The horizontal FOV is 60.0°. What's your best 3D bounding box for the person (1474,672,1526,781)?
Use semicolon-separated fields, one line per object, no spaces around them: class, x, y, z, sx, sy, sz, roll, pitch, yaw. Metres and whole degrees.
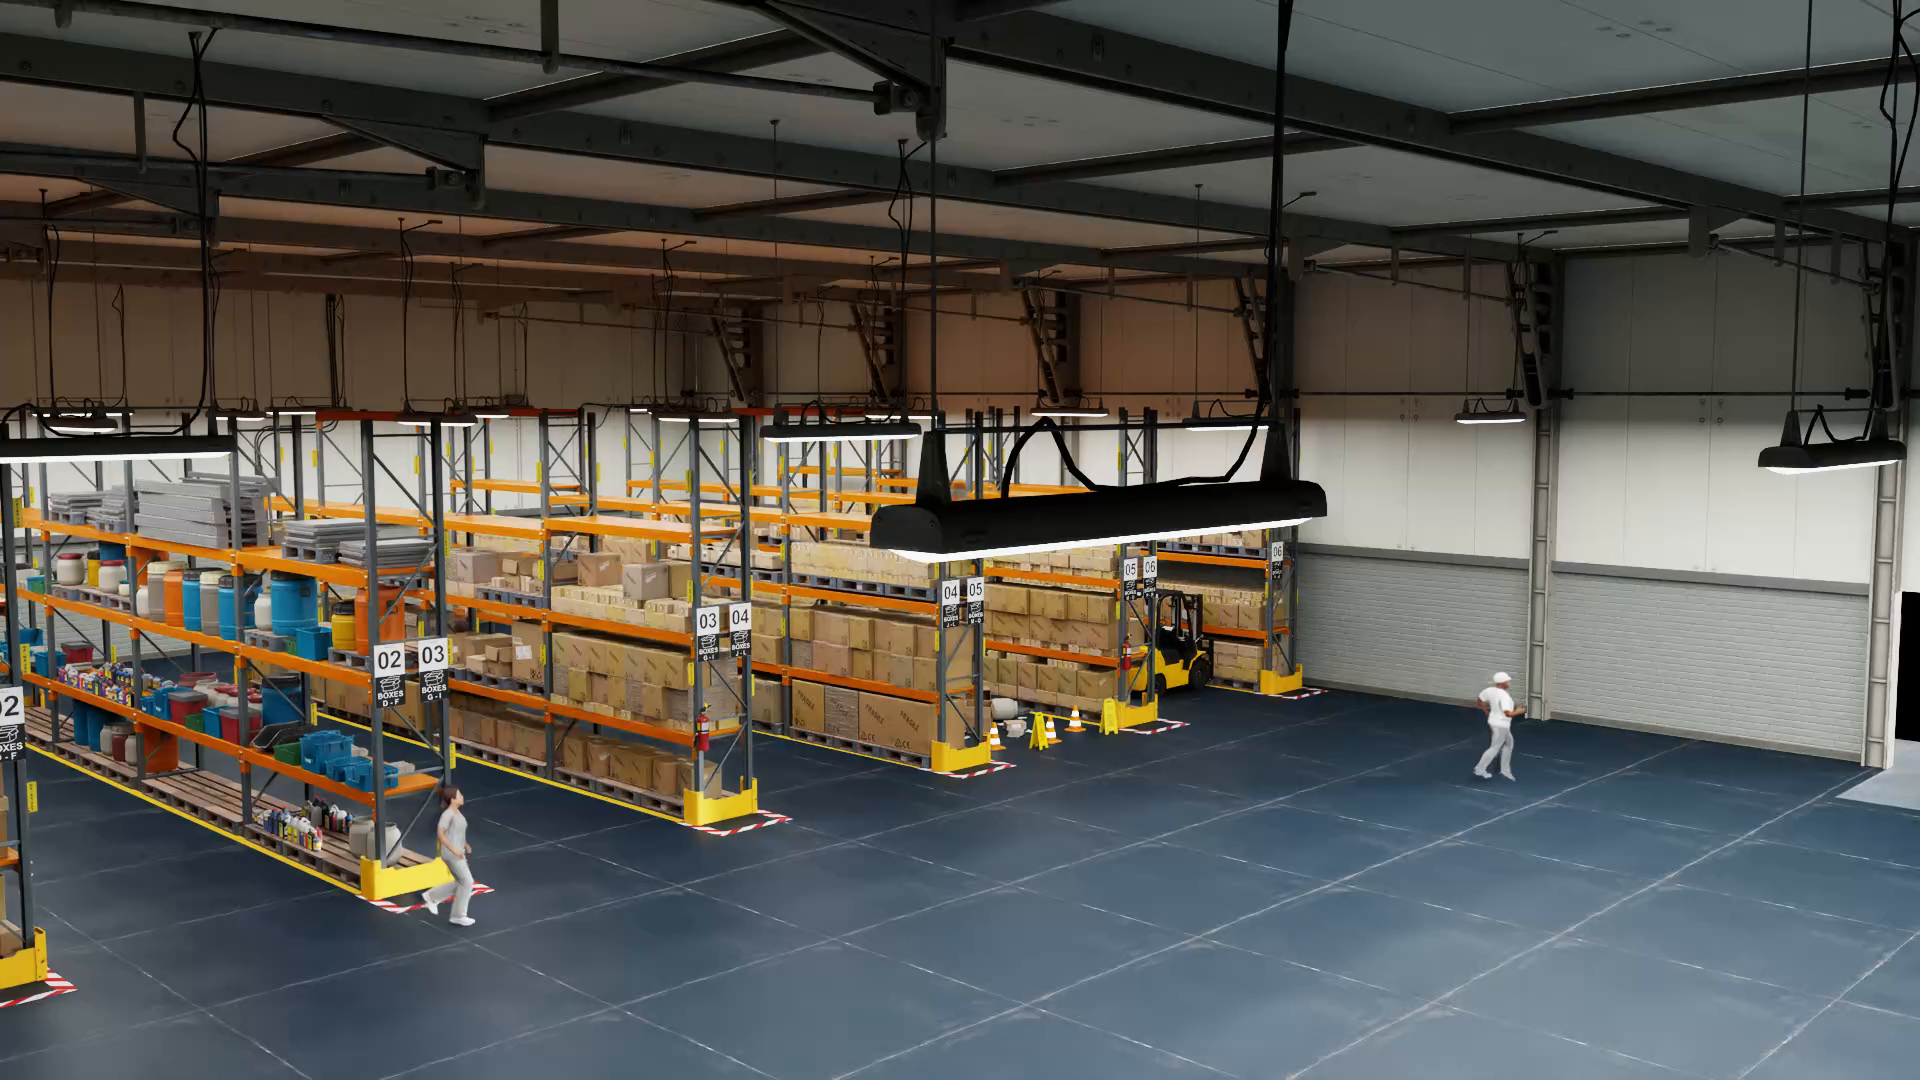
person;8.770;3.059;27.061;0.787;1.831;0.676;0;5;-1

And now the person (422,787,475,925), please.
person;-6.117;3.768;19.944;0.644;1.616;0.594;0;5;-2

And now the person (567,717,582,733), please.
person;-7.118;2.735;31.031;0.686;1.757;0.646;3;6;33

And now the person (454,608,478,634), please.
person;-10.799;2.293;36.289;1.036;1.681;0.729;5;7;44
